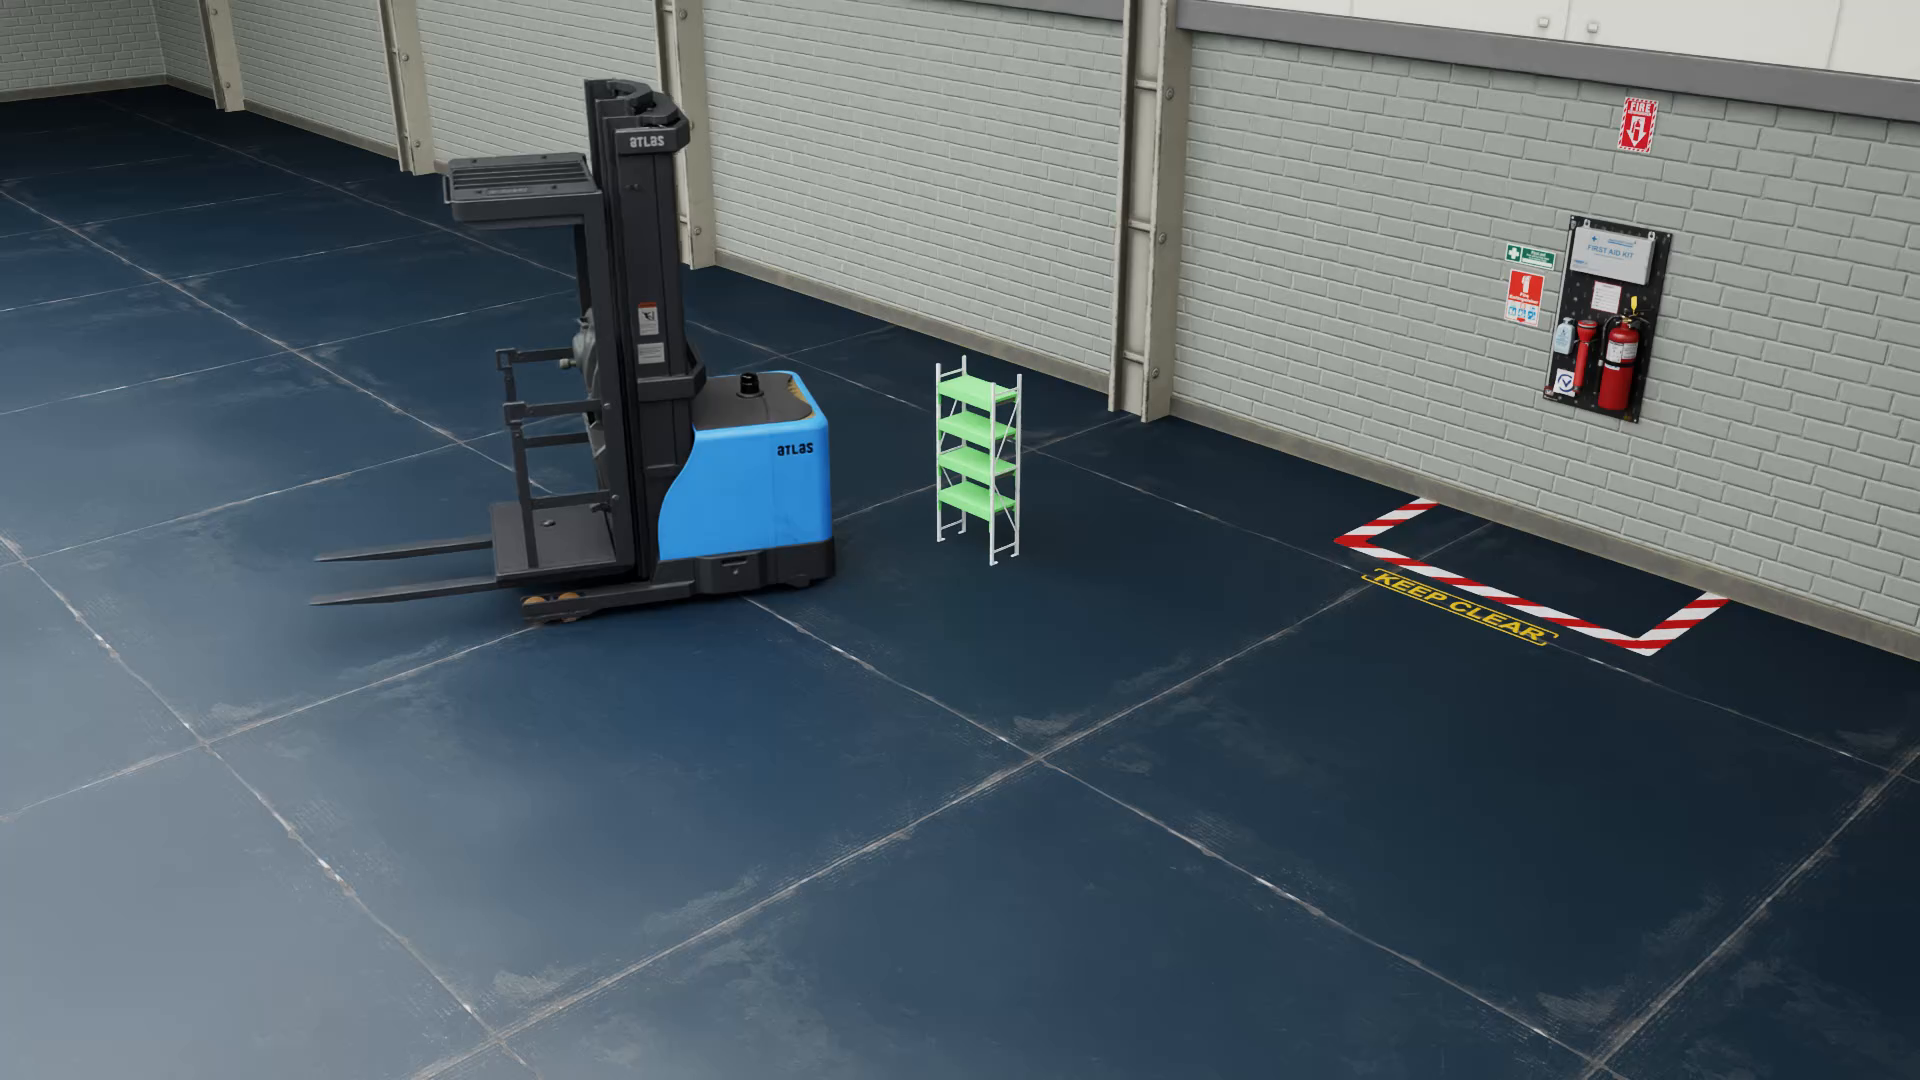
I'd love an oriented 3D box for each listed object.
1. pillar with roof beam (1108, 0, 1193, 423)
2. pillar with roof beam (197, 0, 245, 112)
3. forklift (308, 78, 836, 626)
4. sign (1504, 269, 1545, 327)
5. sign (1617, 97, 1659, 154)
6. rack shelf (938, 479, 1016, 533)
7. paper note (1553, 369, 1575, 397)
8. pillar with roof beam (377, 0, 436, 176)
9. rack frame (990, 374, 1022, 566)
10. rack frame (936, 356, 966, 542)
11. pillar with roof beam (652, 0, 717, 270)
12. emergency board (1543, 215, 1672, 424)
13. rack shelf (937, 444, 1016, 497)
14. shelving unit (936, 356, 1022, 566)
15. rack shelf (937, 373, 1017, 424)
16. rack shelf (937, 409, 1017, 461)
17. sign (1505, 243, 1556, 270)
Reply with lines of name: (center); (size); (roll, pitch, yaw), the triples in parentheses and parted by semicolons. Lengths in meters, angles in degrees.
pillar with roof beam: (-1.744, -3.872, 8.396); (9.100, 9.000, 0.400); (-21, 32, -38)
pillar with roof beam: (-14.047, -9.326, 20.350); (9.100, 9.000, 0.400); (-21, 32, -38)
forklift: (-2.335, -1.079, 9.584); (3.031, 2.935, 1.130); (-7, 25, -15)
sign: (3.536, -1.519, 10.422); (0.001, 0.329, 0.234); (-21, 32, -38)
sign: (3.905, -2.391, 9.584); (0.001, 0.298, 0.199); (-21, 32, -38)
rack shelf: (0.113, -0.219, 10.517); (0.258, 0.148, 0.480); (-21, 32, -38)
paper note: (3.768, -0.978, 10.341); (0.016, 0.148, 0.142); (-21, 32, -38)
pillar with roof beam: (-9.946, -7.508, 16.365); (9.100, 9.000, 0.400); (-21, 32, -38)
rack frame: (0.280, -0.422, 10.229); (0.240, 1.200, 0.015); (-21, 32, -38)
rack frame: (-0.054, -0.570, 10.553); (0.240, 1.200, 0.015); (-21, 32, -38)
pillar with roof beam: (-5.845, -5.690, 12.380); (9.100, 9.000, 0.400); (-21, 32, -38)
emergency board: (3.838, -1.306, 9.998); (0.194, 1.169, 0.643); (-21, 32, -38)
rack shelf: (0.113, -0.438, 10.418); (0.258, 0.148, 0.480); (-21, 32, -38)
shelving unit: (0.113, -0.496, 10.391); (0.258, 1.200, 0.503); (-21, 32, -38)
rack shelf: (0.113, -0.874, 10.218); (0.258, 0.148, 0.480); (-21, 32, -38)
rack shelf: (0.113, -0.656, 10.318); (0.258, 0.148, 0.480); (-21, 32, -38)
sign: (3.532, -1.756, 10.303); (0.001, 0.109, 0.331); (-21, 32, -38)
